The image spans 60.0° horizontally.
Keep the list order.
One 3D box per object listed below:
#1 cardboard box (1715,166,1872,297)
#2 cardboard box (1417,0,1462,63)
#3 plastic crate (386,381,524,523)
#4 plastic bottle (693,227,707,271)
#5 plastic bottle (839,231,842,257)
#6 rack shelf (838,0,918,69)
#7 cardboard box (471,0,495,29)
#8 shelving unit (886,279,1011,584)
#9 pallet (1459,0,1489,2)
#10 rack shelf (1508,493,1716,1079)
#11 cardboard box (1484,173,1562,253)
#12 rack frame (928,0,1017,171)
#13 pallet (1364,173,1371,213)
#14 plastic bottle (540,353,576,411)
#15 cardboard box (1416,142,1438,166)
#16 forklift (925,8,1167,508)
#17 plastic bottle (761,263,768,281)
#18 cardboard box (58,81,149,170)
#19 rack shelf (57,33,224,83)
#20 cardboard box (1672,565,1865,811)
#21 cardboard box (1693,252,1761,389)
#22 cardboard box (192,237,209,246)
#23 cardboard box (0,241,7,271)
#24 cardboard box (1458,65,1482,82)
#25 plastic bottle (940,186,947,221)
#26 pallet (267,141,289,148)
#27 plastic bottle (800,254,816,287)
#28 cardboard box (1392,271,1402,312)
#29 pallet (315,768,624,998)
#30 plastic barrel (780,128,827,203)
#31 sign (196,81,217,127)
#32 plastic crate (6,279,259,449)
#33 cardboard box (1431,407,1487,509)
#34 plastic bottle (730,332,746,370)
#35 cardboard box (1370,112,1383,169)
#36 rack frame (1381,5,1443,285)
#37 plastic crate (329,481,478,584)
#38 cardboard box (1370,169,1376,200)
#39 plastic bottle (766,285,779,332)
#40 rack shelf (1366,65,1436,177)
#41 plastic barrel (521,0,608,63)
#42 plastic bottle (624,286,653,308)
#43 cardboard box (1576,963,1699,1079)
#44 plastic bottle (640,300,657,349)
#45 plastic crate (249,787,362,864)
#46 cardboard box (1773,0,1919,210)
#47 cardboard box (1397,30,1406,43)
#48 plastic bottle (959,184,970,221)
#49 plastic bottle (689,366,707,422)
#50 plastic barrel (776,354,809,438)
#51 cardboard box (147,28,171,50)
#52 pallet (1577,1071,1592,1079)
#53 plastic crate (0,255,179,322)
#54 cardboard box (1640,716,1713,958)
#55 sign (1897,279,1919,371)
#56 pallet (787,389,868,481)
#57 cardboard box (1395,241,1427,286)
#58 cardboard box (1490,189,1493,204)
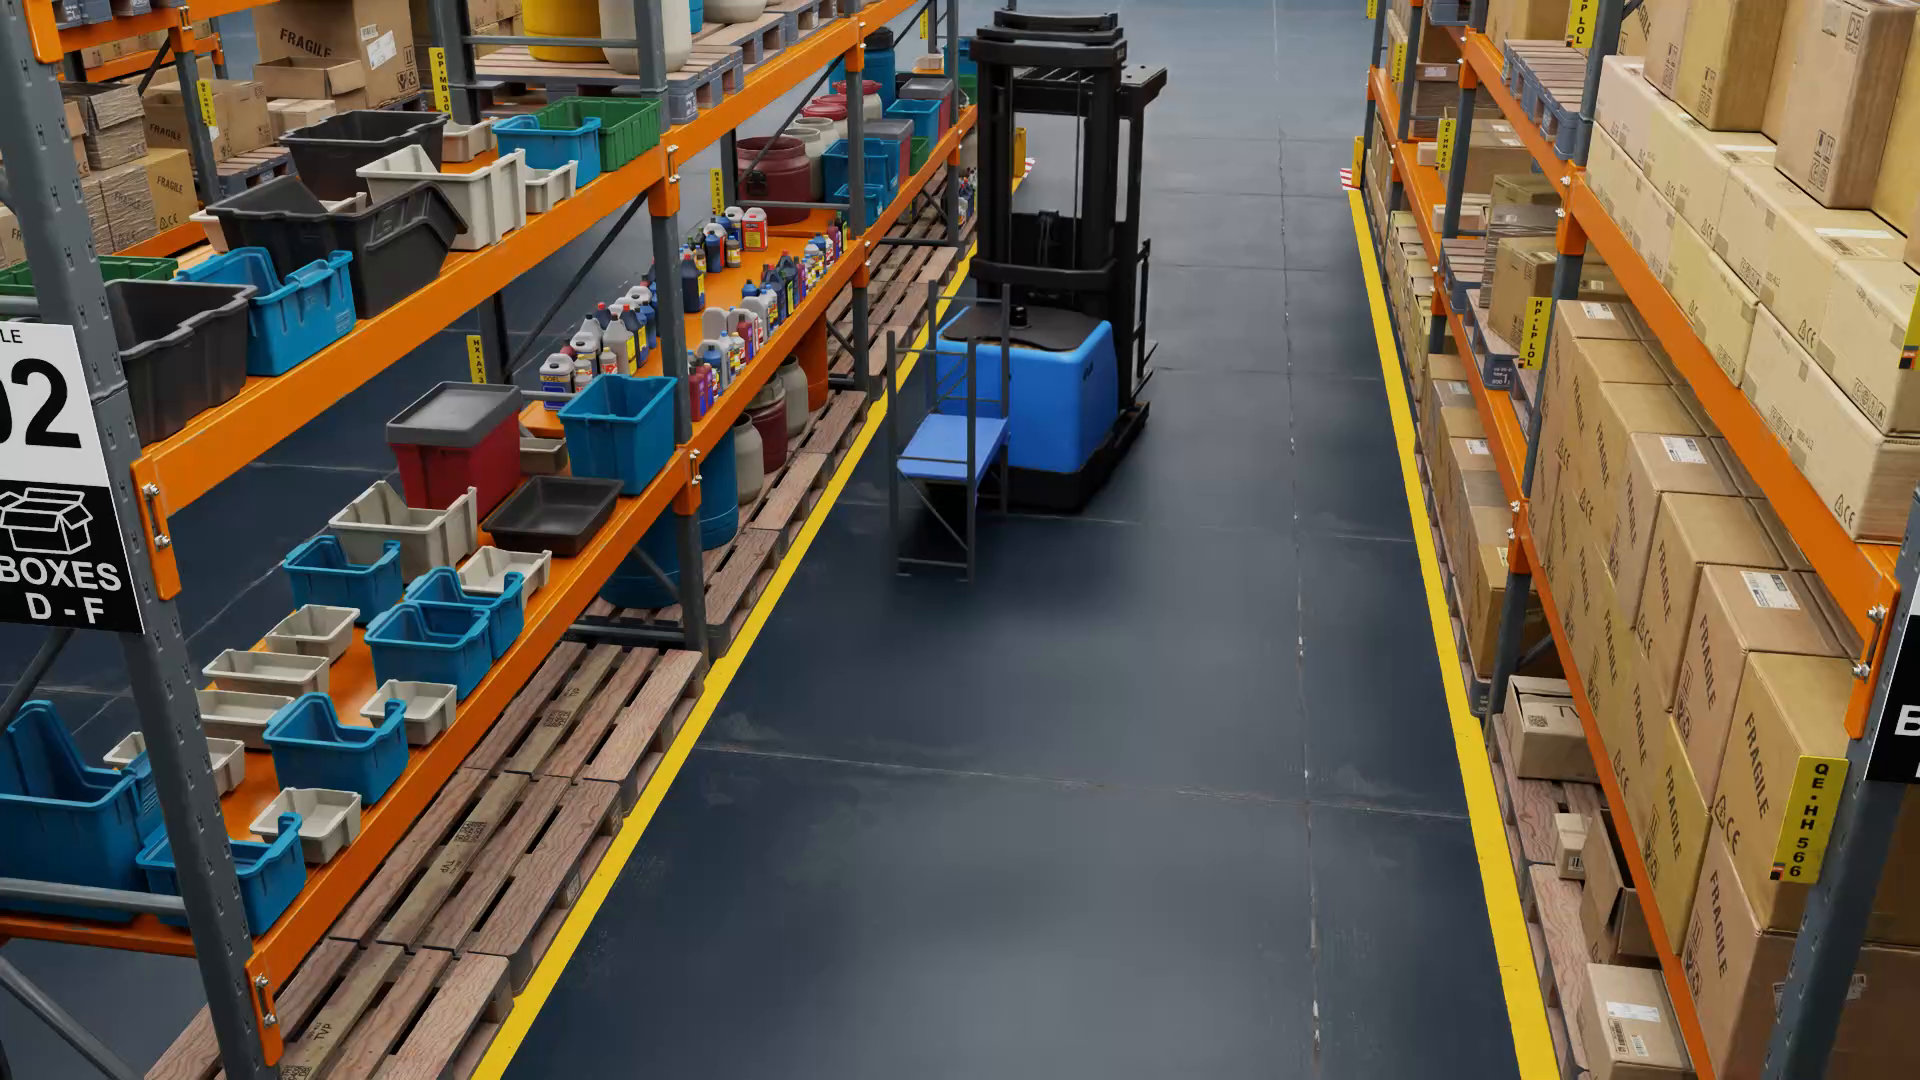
[{"bbox_3d":[2.408,-0.836,4.546,0.500,0.250,0.500,4,25,9],"label":"cardboard box"},{"bbox_3d":[4.436,-4.506,14.690,0.700,0.500,0.500,4,25,9],"label":"cardboard box"},{"bbox_3d":[-2.217,-0.386,7.390,0.402,0.464,0.583,4,25,9],"label":"plastic crate"},{"bbox_3d":[-1.702,-1.901,10.911,0.061,0.283,0.133,4,25,9],"label":"plastic bottle"},{"bbox_3d":[-0.852,-2.023,11.269,0.097,0.201,0.097,0,25,0],"label":"plastic bottle"},{"bbox_3d":[-0.843,-4.228,13.055,1.077,0.370,4.000,4,25,9],"label":"rack shelf"},{"bbox_3d":[-4.998,-5.388,16.574,0.500,0.500,0.500,4,25,9],"label":"cardboard box"},{"bbox_3d":[-0.052,-0.663,9.897,0.538,1.500,1.048,5,26,11],"label":"shelving unit"},{"bbox_3d":[3.918,-4.045,12.038,1.003,0.211,1.213,5,26,11],"label":"pallet"},{"bbox_3d":[2.735,0.821,5.806,1.077,0.370,4.000,4,25,9],"label":"rack shelf"},{"bbox_3d":[3.724,-1.979,10.325,0.700,0.500,0.500,-4,25,-9],"label":"cardboard box"},{"bbox_3d":[0.137,-5.705,18.900,1.000,3.000,0.127,4,25,9],"label":"rack frame"},{"bbox_3d":[4.940,-3.775,18.065,1.003,0.211,1.213,4,25,9],"label":"pallet"},{"bbox_3d":[-2.079,-0.817,8.604,0.152,0.276,0.135,4,25,9],"label":"plastic bottle"},{"bbox_3d":[4.023,-3.217,13.881,0.380,0.149,0.250,4,25,9],"label":"cardboard box"},{"bbox_3d":[0.733,-2.129,11.341,1.130,2.935,3.031,8,26,17],"label":"forklift"},{"bbox_3d":[-1.175,-1.562,10.186,0.061,0.283,0.133,4,25,9],"label":"plastic bottle"},{"bbox_3d":[-6.192,-2.897,11.600,0.797,0.503,0.637,5,26,10],"label":"cardboard box"},{"bbox_3d":[-9.953,-5.272,18.823,1.077,0.370,4.000,4,25,9],"label":"rack shelf"},{"bbox_3d":[2.292,0.417,4.524,0.500,0.500,0.500,5,25,10],"label":"cardboard box"},{"bbox_3d":[2.394,-0.610,4.655,0.500,0.250,0.500,4,25,9],"label":"cardboard box"},{"bbox_3d":[-5.977,-2.391,13.365,0.500,0.250,0.500,5,26,11],"label":"cardboard box"},{"bbox_3d":[-6.225,-1.669,10.160,0.500,0.500,0.500,3,25,7],"label":"cardboard box"},{"bbox_3d":[4.605,-4.125,14.642,0.380,0.149,0.250,4,25,8],"label":"cardboard box"},{"bbox_3d":[-0.118,-3.350,16.475,0.144,0.351,0.185,4,25,9],"label":"plastic bottle"},{"bbox_3d":[-5.774,-3.446,14.300,1.003,0.211,1.213,4,25,9],"label":"pallet"},{"bbox_3d":[-0.970,-1.723,10.627,0.097,0.201,0.097,0,25,0],"label":"plastic bottle"},{"bbox_3d":[3.892,-2.050,13.839,0.500,0.250,0.500,3,25,7],"label":"cardboard box"},{"bbox_3d":[-2.103,1.399,7.012,1.003,0.211,1.213,4,25,9],"label":"pallet"},{"bbox_3d":[-1.213,-2.855,12.679,0.421,0.512,0.421,0,25,0],"label":"plastic barrel"},{"bbox_3d":[-5.509,-3.189,12.160,0.100,0.325,0.005,4,25,9],"label":"sign"},{"bbox_3d":[-2.140,-0.454,4.298,0.497,0.269,0.590,4,25,9],"label":"plastic crate"},{"bbox_3d":[3.193,-0.482,10.171,0.500,0.500,0.500,4,25,8],"label":"cardboard box"},{"bbox_3d":[-1.235,-1.044,9.177,0.097,0.201,0.097,0,25,0],"label":"plastic bottle"},{"bbox_3d":[4.636,-4.226,17.605,0.500,0.500,0.500,4,25,9],"label":"cardboard box"},{"bbox_3d":[4.370,-3.687,14.589,1.000,3.000,0.127,4,25,9],"label":"rack frame"},{"bbox_3d":[-2.255,-0.034,6.853,0.437,0.282,0.530,4,25,9],"label":"plastic crate"},{"bbox_3d":[4.556,-3.678,17.317,0.500,0.250,0.500,4,25,9],"label":"cardboard box"},{"bbox_3d":[-1.121,-1.367,9.783,0.097,0.271,0.097,0,25,0],"label":"plastic bottle"},{"bbox_3d":[4.696,-4.198,16.529,1.077,0.370,4.000,4,25,9],"label":"rack shelf"},{"bbox_3d":[-1.875,-2.716,8.258,0.600,0.588,0.600,0,25,0],"label":"plastic barrel"},{"bbox_3d":[-1.876,-1.334,9.708,0.152,0.276,0.135,4,25,9],"label":"plastic bottle"},{"bbox_3d":[2.439,1.738,5.723,0.500,0.250,0.500,4,25,9],"label":"cardboard box"},{"bbox_3d":[-1.788,-1.234,9.500,0.097,0.271,0.097,0,25,0],"label":"plastic bottle"},{"bbox_3d":[-1.979,0.870,5.093,0.250,0.136,0.298,4,25,9],"label":"plastic crate"},{"bbox_3d":[2.618,-1.161,4.356,0.700,0.500,0.500,4,25,9],"label":"cardboard box"},{"bbox_3d":[4.495,-4.907,16.312,0.380,0.149,0.250,4,25,9],"label":"cardboard box"},{"bbox_3d":[0.025,-3.340,16.454,0.144,0.351,0.185,5,25,10],"label":"plastic bottle"},{"bbox_3d":[-1.343,-0.757,8.467,0.061,0.283,0.133,4,25,9],"label":"plastic bottle"},{"bbox_3d":[-1.238,-0.974,11.232,0.421,0.512,0.421,0,25,0],"label":"plastic barrel"},{"bbox_3d":[-9.710,-6.112,19.592,0.875,0.550,0.550,4,25,9],"label":"cardboard box"},{"bbox_3d":[2.550,2.229,5.238,1.003,0.211,1.213,4,25,9],"label":"pallet"},{"bbox_3d":[-2.598,-0.708,4.936,0.450,0.188,0.336,4,25,9],"label":"plastic crate"},{"bbox_3d":[2.294,0.863,4.750,0.500,0.500,0.500,4,25,9],"label":"cardboard box"},{"bbox_3d":[1.864,-0.475,3.143,0.100,0.325,0.005,4,25,9],"label":"sign"},{"bbox_3d":[-1.258,-0.763,11.632,1.003,0.211,1.213,4,25,9],"label":"pallet"},{"bbox_3d":[3.886,-2.305,13.722,0.500,0.311,0.500,3,25,7],"label":"cardboard box"},{"bbox_3d":[4.053,-2.335,11.804,0.500,0.311,0.500,4,25,8],"label":"cardboard box"}]
